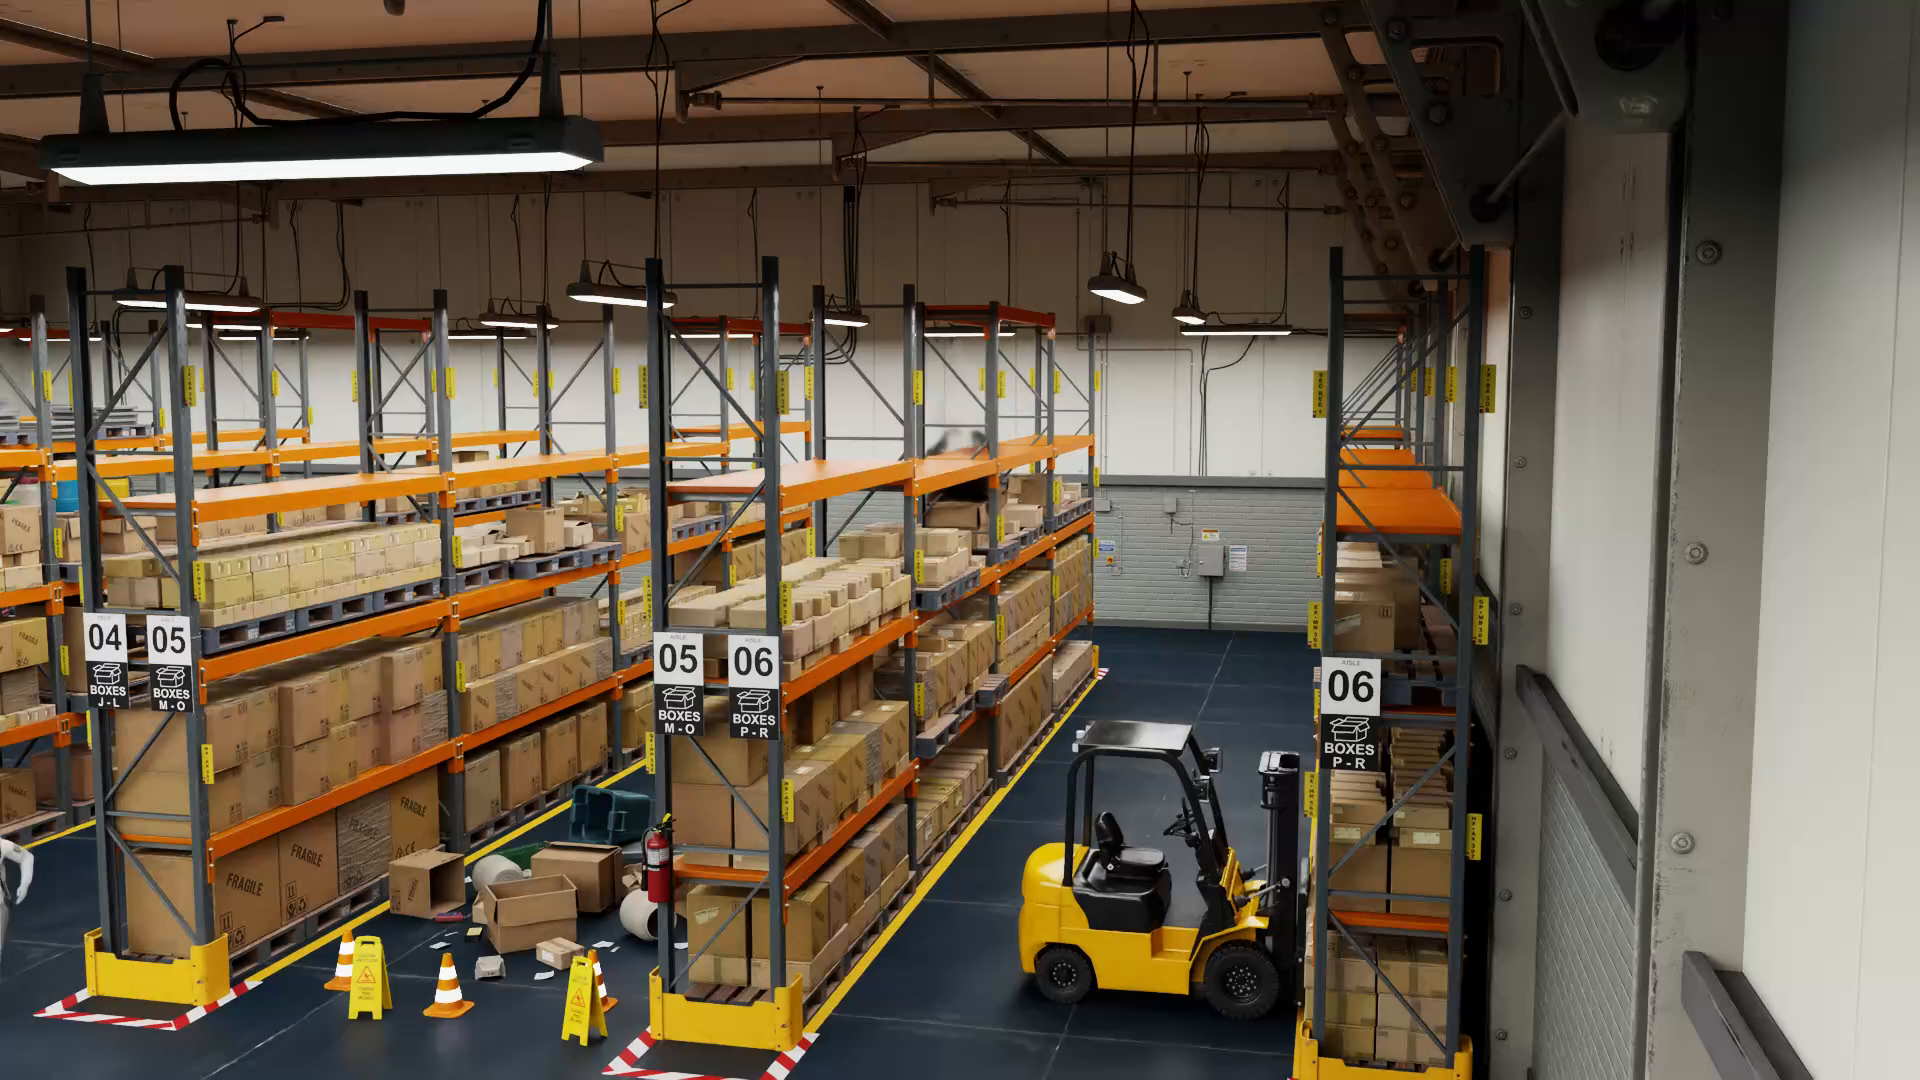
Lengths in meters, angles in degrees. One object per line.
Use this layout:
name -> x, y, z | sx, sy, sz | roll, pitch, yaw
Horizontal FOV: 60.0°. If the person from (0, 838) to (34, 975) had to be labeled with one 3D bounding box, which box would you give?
person -> -7.814, 2.992, 13.353 | 0.617, 1.723, 0.775 | -2, 6, -16
